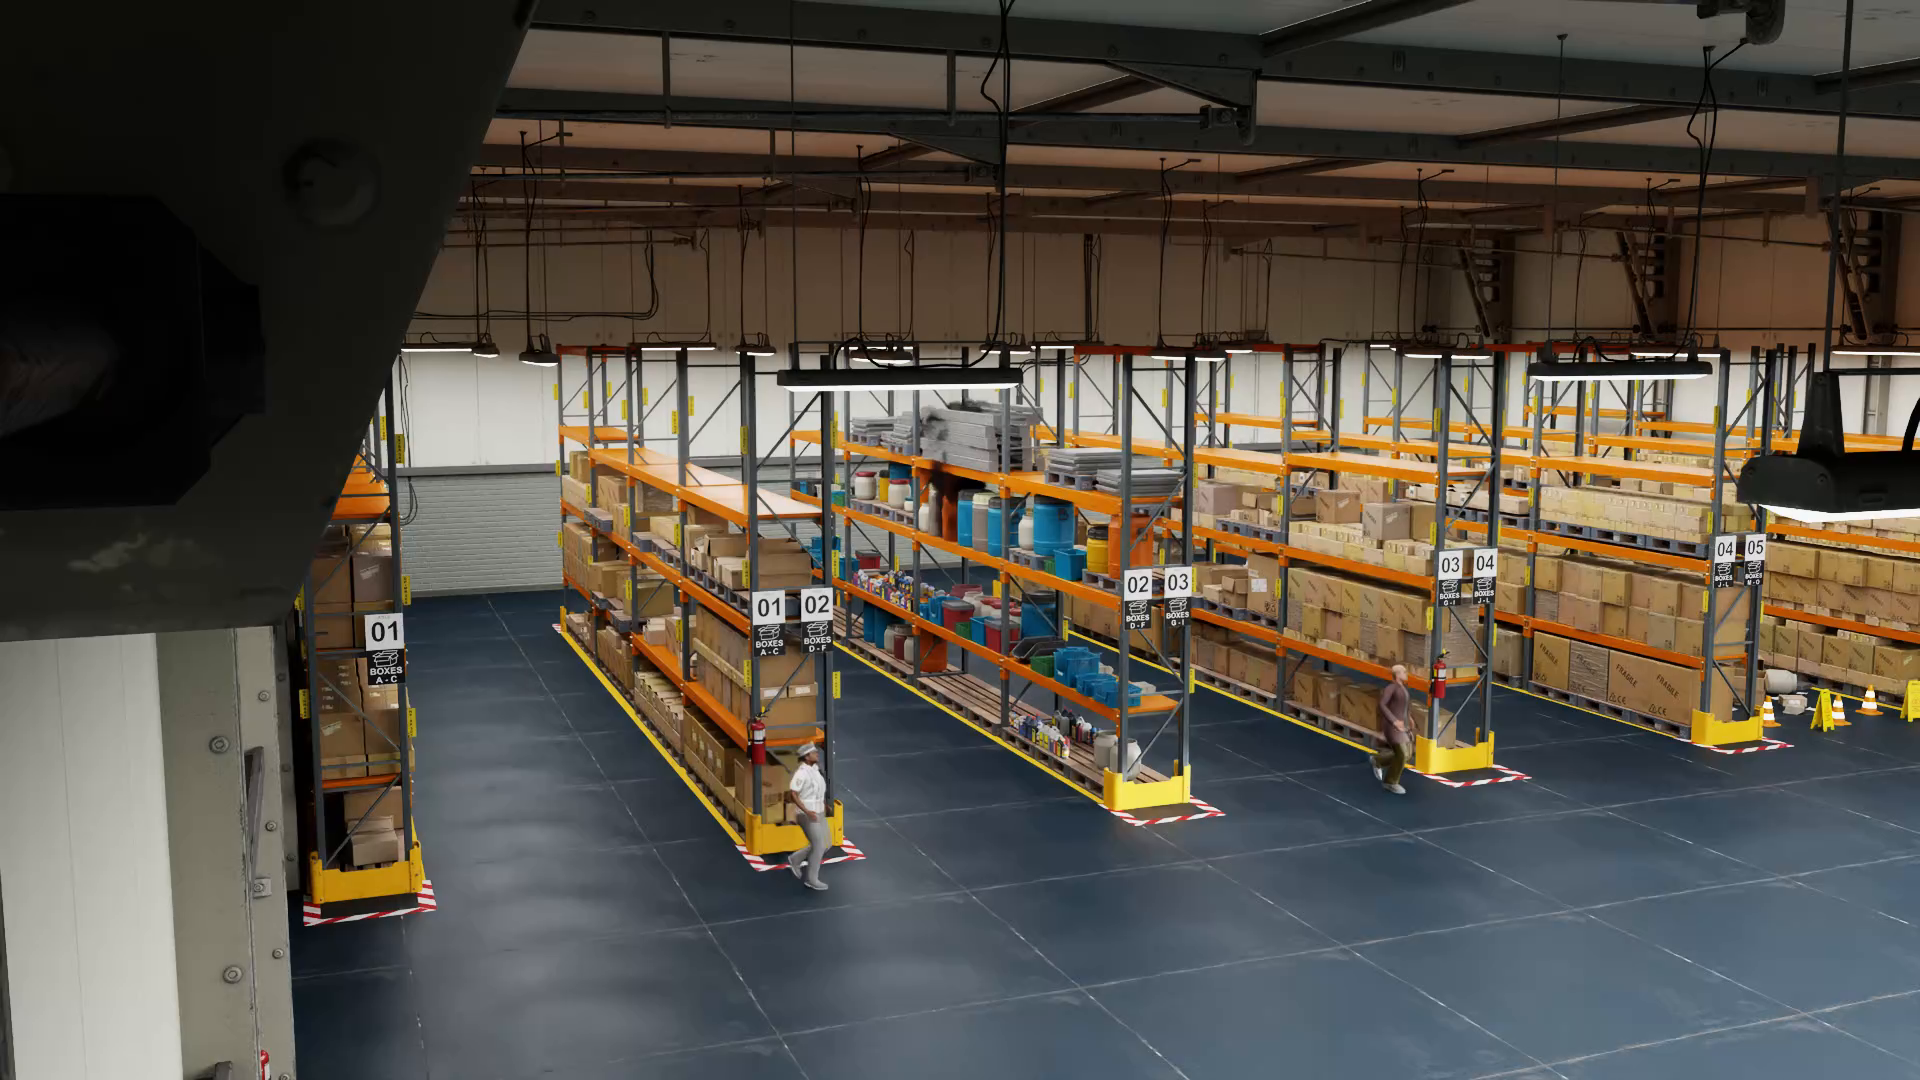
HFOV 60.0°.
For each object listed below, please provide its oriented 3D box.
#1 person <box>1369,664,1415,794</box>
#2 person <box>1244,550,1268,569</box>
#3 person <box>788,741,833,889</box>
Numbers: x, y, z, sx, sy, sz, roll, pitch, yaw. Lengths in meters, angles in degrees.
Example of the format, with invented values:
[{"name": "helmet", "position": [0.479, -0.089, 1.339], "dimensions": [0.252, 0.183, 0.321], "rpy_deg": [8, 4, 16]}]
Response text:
[{"name": "person", "position": [6.013, 2.683, 22.994], "dimensions": [0.568, 1.535, 0.738], "rpy_deg": [6, 10, 40]}, {"name": "person", "position": [6.386, 0.998, 34.906], "dimensions": [0.688, 1.807, 0.995], "rpy_deg": [-3, 8, -23]}, {"name": "person", "position": [-1.707, 3.123, 18.982], "dimensions": [0.505, 1.669, 0.618], "rpy_deg": [2, 8, 19]}]
